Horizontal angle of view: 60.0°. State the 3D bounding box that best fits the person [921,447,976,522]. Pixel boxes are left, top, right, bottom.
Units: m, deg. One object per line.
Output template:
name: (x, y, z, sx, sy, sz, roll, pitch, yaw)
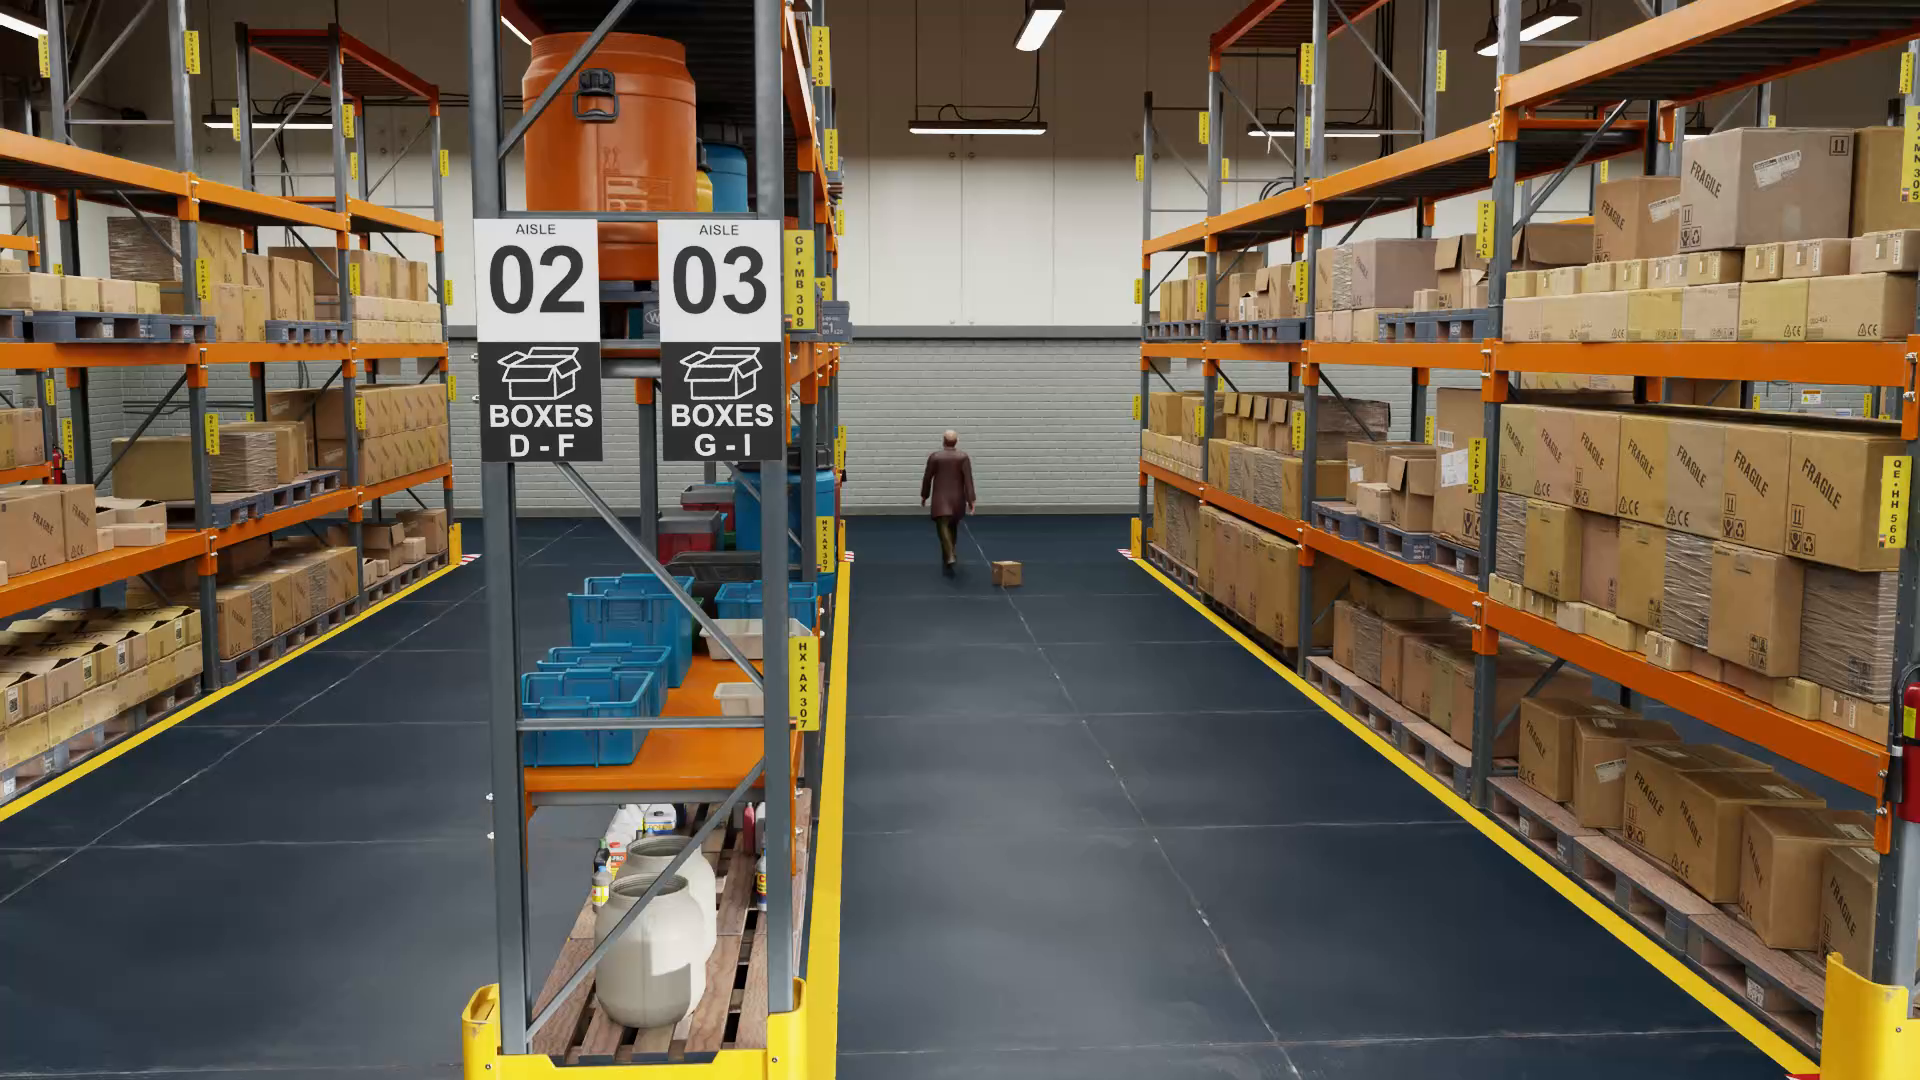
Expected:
person: (-0.155, -0.689, 20.624, 0.619, 0.950, 0.530, -2, 7, -14)
